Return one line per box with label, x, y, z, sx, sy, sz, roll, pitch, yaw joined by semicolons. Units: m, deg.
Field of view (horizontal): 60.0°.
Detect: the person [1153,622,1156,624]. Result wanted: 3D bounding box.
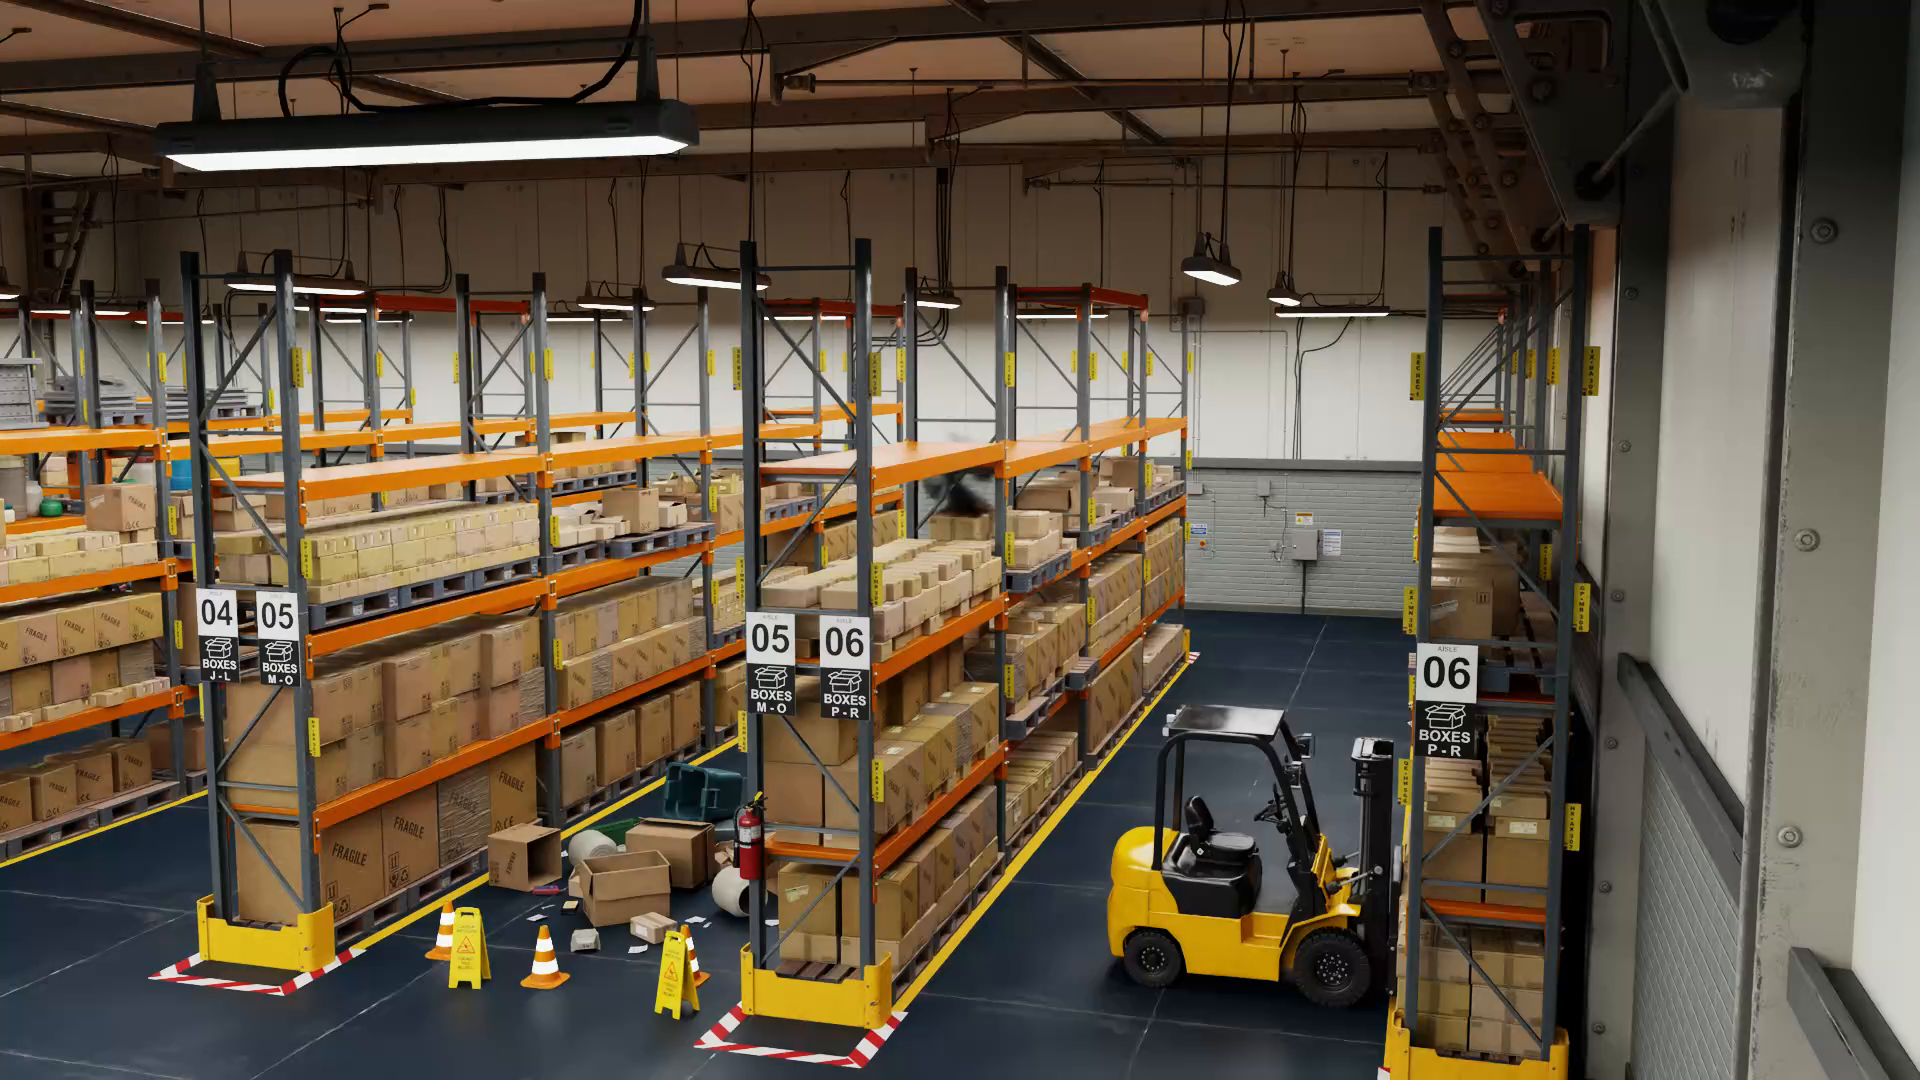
person;3.098;0.967;29.527;0.955;1.803;0.656;2;7;16
